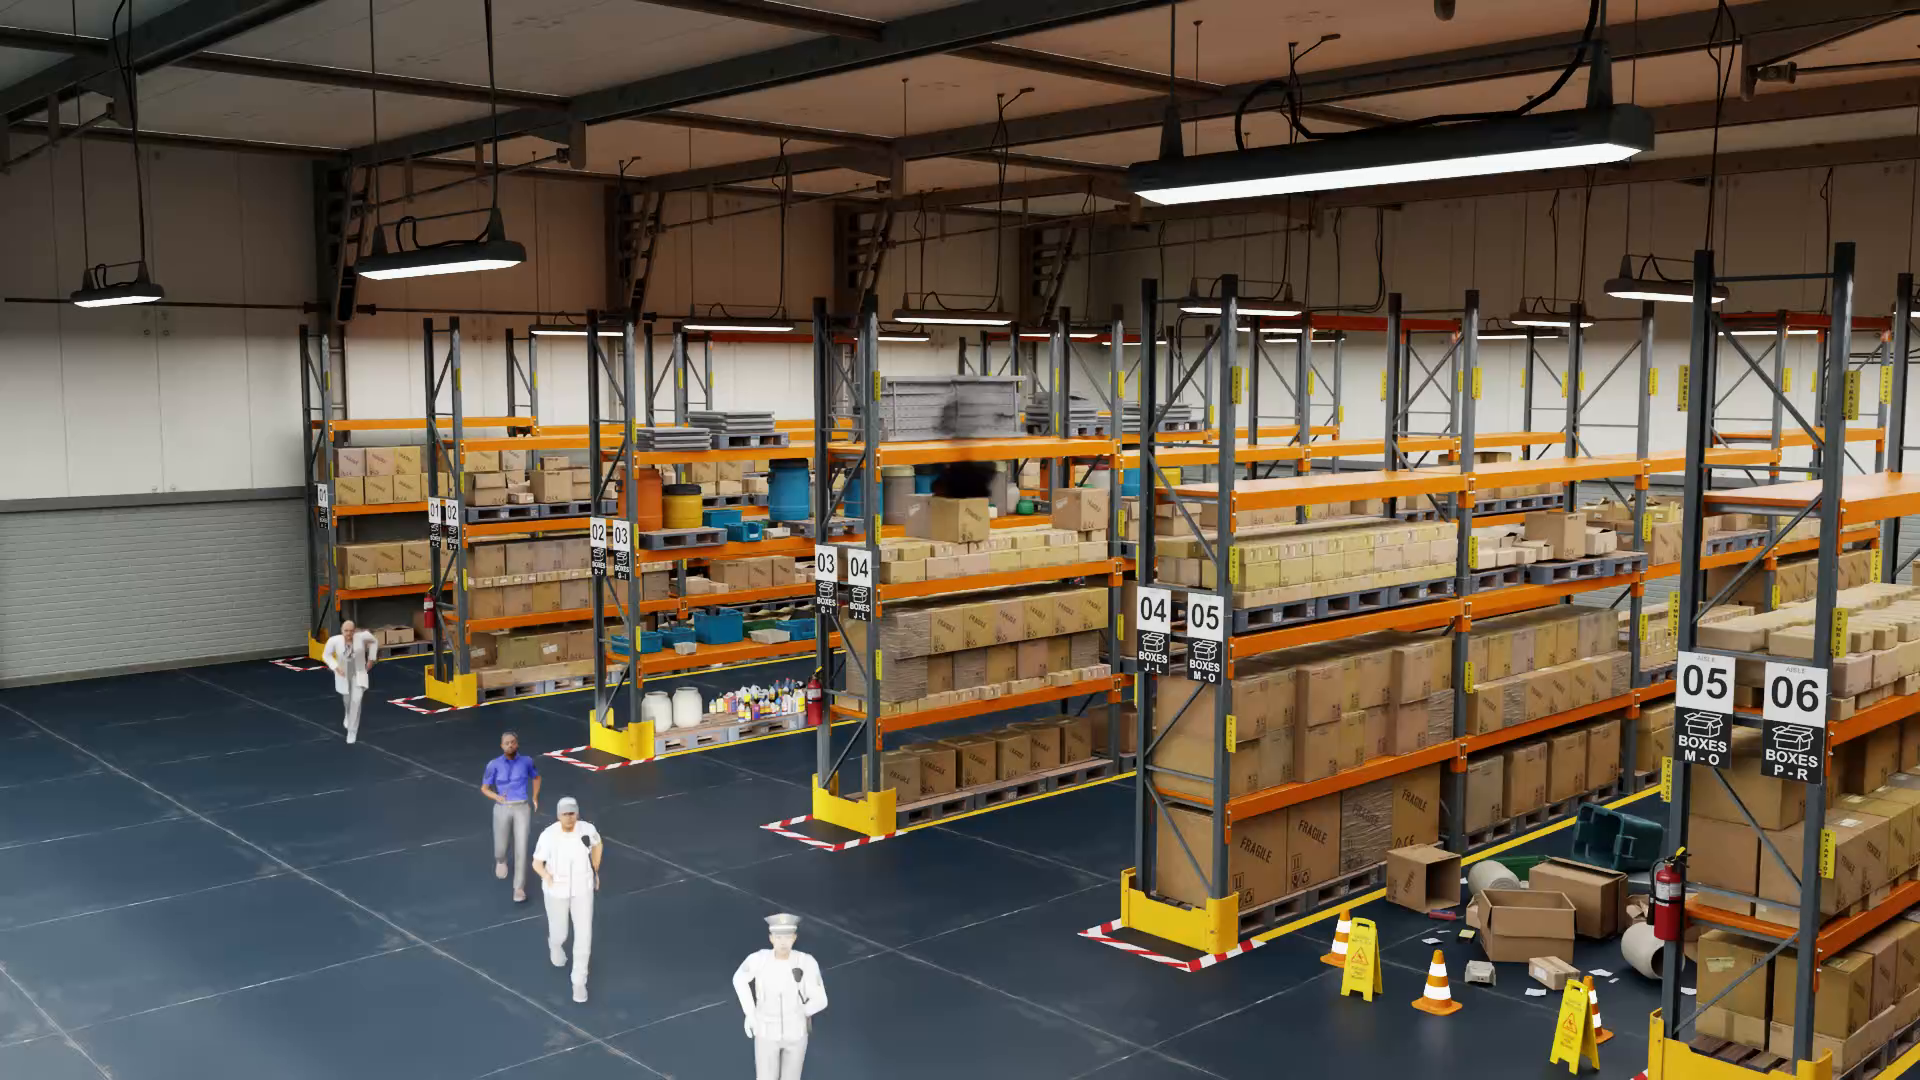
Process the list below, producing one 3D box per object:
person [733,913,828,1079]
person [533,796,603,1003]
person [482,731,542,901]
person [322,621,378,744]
[{"bbox_3d":[-1.155,3.249,10.773,0.592,1.751,0.734,-1,6,-11],"label":"person"},{"bbox_3d":[-3.284,2.941,13.966,0.592,1.655,0.886,-2,6,-19],"label":"person"},{"bbox_3d":[-4.433,2.700,16.492,0.589,1.607,0.784,-2,6,-19],"label":"person"},{"bbox_3d":[-8.647,1.956,23.614,0.750,1.740,1.099,-2,6,-23],"label":"person"}]
